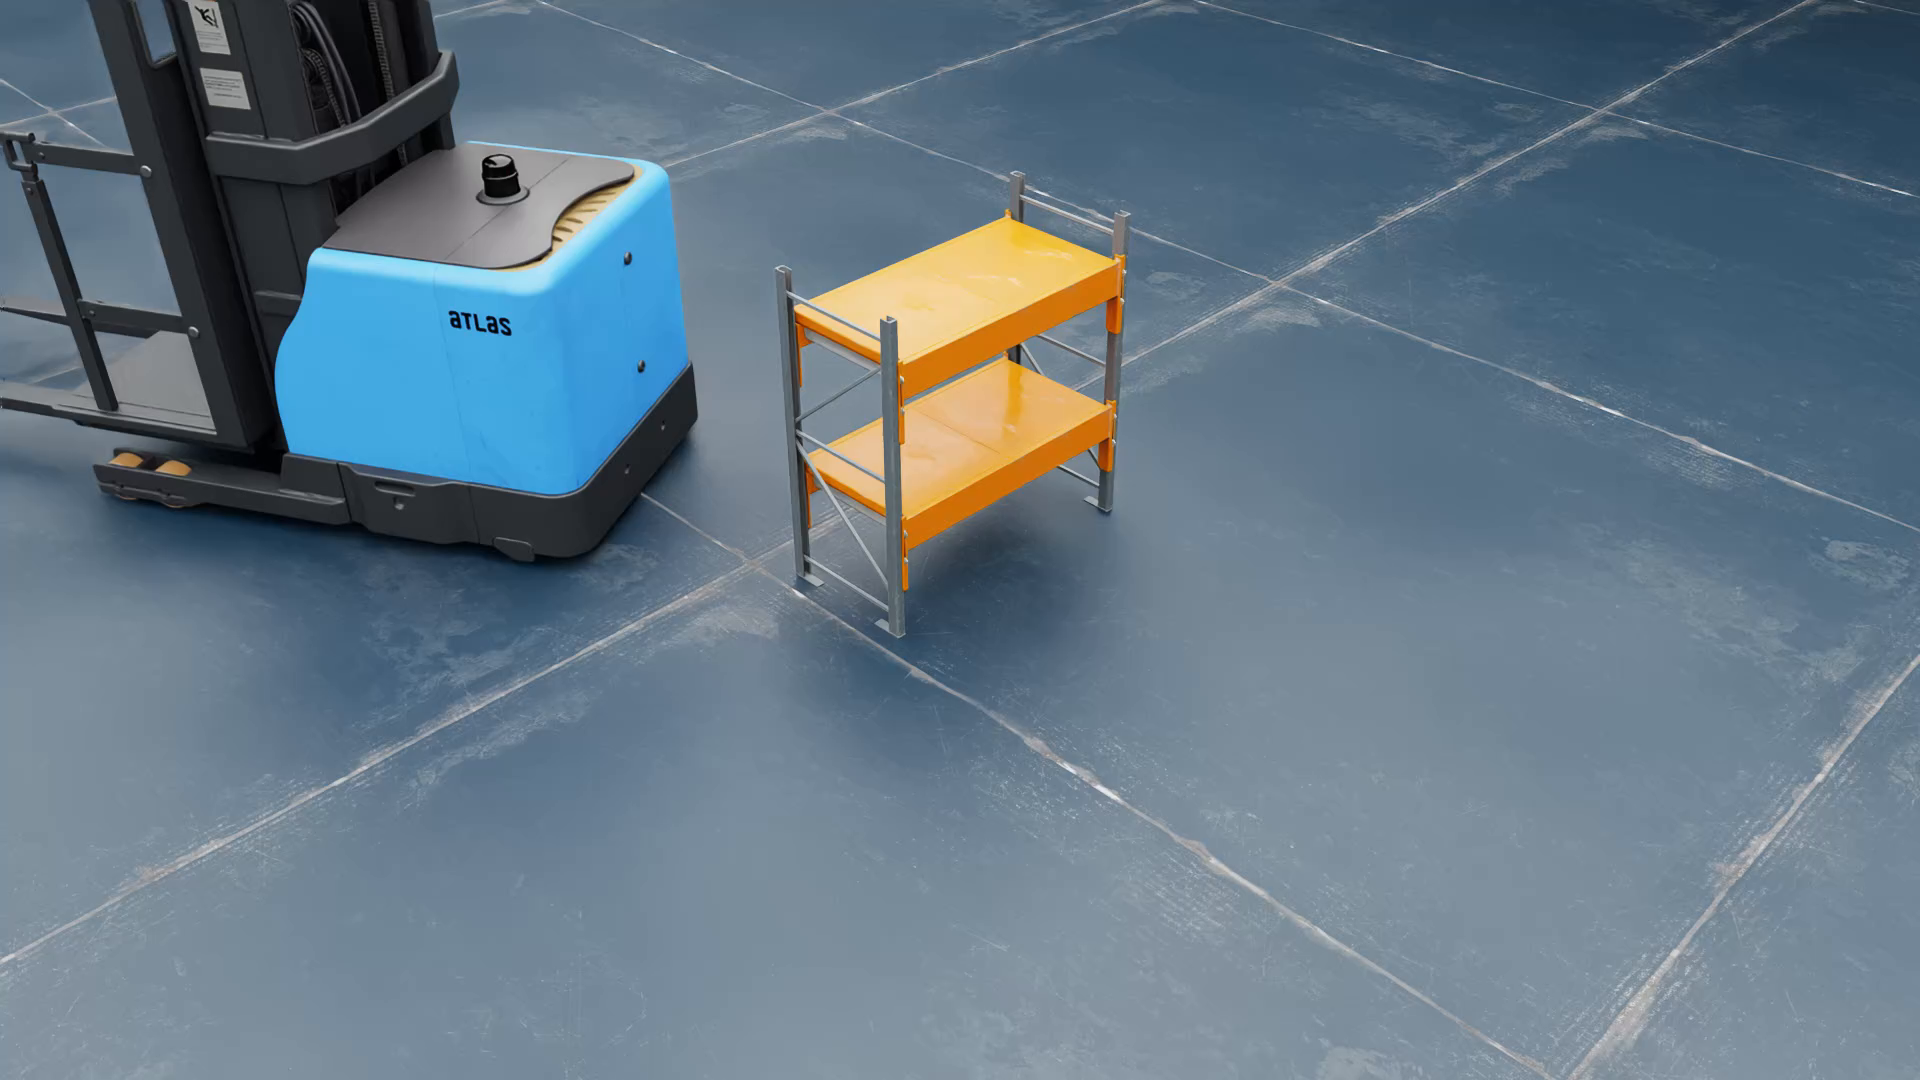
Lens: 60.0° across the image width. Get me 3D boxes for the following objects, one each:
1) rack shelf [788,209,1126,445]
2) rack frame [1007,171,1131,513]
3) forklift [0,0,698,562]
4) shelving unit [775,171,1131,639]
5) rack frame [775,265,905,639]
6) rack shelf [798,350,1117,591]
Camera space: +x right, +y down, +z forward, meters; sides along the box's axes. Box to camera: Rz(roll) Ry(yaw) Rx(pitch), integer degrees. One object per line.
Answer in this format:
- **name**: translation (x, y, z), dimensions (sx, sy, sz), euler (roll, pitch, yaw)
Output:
- **rack shelf**: translation (-0.005, -0.699, 5.257), dimensions (0.538, 0.278, 1.000), euler (30, 45, 35)
- **rack frame**: translation (0.353, -0.665, 5.720), dimensions (0.500, 1.125, 0.032), euler (30, 45, 35)
- **forklift**: translation (-2.566, -1.594, 5.474), dimensions (3.031, 2.935, 1.130), euler (9, 36, 13)
- **shelving unit**: translation (-0.005, -0.459, 5.424), dimensions (0.538, 1.125, 1.048), euler (30, 45, 35)
- **rack frame**: translation (-0.363, -0.252, 5.128), dimensions (0.500, 1.125, 0.032), euler (30, 45, 35)
- **rack shelf**: translation (-0.005, -0.258, 5.564), dimensions (0.538, 0.278, 1.000), euler (30, 45, 35)
